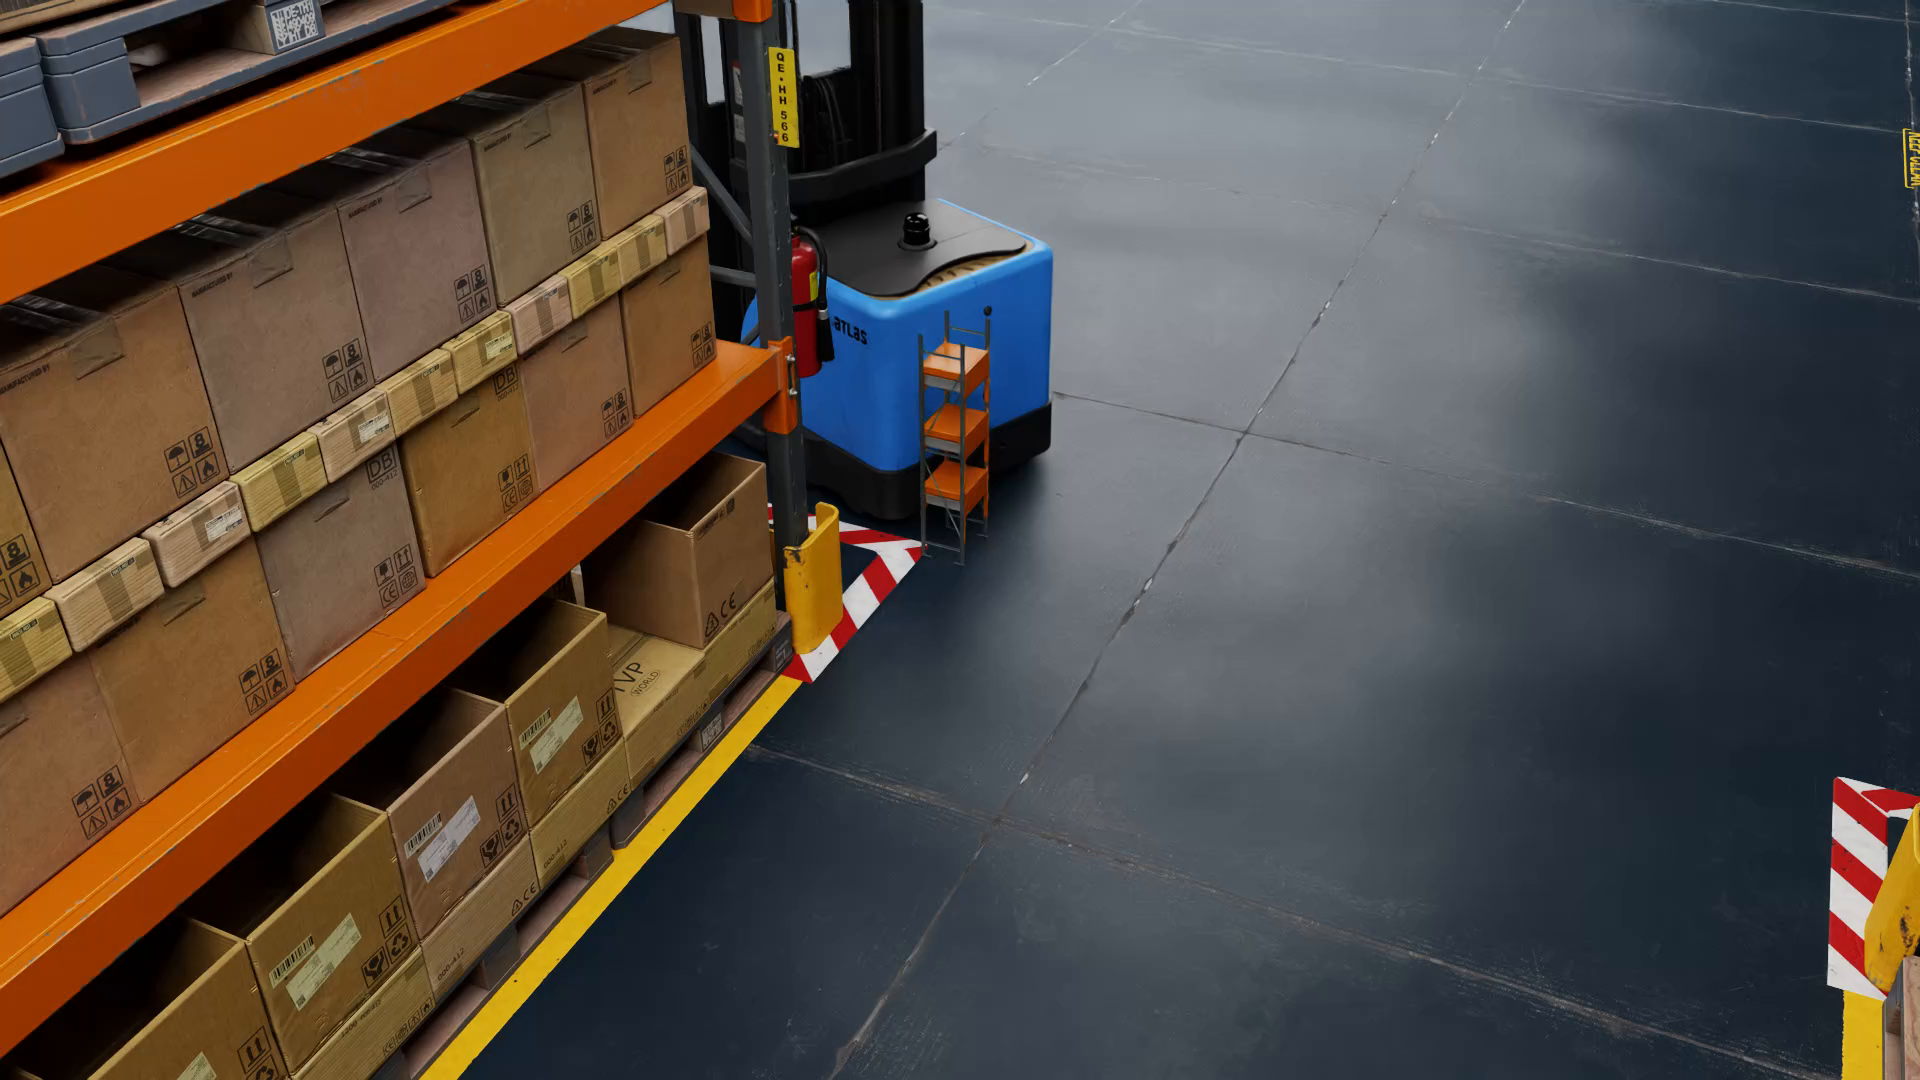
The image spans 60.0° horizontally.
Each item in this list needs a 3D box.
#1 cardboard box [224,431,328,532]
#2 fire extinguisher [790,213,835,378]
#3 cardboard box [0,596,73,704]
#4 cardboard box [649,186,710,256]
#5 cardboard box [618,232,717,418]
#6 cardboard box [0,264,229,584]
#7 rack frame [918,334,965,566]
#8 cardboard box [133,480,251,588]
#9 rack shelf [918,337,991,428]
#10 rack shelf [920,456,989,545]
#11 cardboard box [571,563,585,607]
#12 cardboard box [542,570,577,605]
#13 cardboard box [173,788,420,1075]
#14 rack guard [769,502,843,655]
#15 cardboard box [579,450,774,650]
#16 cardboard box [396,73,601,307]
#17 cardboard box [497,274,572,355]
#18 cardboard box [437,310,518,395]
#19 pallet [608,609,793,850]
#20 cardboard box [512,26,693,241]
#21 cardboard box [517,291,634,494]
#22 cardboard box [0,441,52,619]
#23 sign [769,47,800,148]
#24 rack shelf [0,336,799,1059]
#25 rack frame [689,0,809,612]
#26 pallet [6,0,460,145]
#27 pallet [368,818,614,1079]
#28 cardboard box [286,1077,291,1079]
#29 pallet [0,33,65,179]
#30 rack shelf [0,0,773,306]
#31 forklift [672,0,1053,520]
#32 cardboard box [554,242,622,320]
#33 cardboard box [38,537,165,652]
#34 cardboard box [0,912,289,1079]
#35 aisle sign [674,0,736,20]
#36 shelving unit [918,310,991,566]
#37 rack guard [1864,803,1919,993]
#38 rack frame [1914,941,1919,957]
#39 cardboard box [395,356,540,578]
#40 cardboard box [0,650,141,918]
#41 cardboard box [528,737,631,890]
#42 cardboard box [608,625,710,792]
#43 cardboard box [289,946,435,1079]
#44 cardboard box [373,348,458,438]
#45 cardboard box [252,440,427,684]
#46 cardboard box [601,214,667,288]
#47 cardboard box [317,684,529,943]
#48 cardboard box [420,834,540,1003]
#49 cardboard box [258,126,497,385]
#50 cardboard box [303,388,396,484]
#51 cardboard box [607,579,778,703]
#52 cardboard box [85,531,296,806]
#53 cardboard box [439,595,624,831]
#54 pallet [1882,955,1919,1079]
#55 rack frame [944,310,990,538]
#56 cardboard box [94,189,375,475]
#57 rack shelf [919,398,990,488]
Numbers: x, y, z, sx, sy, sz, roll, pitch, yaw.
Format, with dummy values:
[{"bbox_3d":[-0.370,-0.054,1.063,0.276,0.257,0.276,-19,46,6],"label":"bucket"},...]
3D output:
[{"bbox_3d":[-1.807,-0.181,4.107,0.380,0.149,0.250,14,36,20],"label":"cardboard box"},{"bbox_3d":[-0.595,-0.918,5.985,0.296,0.674,0.183,14,36,20],"label":"fire extinguisher"},{"bbox_3d":[-2.132,0.207,3.516,0.380,0.149,0.250,14,36,20],"label":"cardboard box"},{"bbox_3d":[-1.053,-1.077,5.474,0.380,0.149,0.250,14,36,20],"label":"cardboard box"},{"bbox_3d":[-1.273,-0.810,5.659,0.700,0.500,0.500,14,36,20],"label":"cardboard box"},{"bbox_3d":[-2.140,-0.314,3.719,0.700,0.500,0.500,14,36,20],"label":"cardboard box"},{"bbox_3d":[-0.073,-0.352,6.829,0.200,1.050,0.008,14,36,20],"label":"rack frame"},{"bbox_3d":[-1.916,-0.051,3.909,0.380,0.149,0.250,13,35,19],"label":"cardboard box"},{"bbox_3d":[-0.022,-0.641,6.772,0.215,0.259,0.240,14,36,20],"label":"rack shelf"},{"bbox_3d":[-0.022,-0.171,7.080,0.215,0.259,0.240,14,36,20],"label":"rack shelf"},{"bbox_3d":[-1.493,0.192,6.346,0.500,0.250,0.500,14,36,20],"label":"cardboard box"},{"bbox_3d":[-1.700,0.128,5.760,0.500,0.500,0.500,14,36,20],"label":"cardboard box"},{"bbox_3d":[-1.843,0.998,4.434,0.500,0.500,0.500,14,36,20],"label":"cardboard box"},{"bbox_3d":[-1.056,0.035,6.740,1.175,0.500,0.348,14,36,20],"label":"rack guard"},{"bbox_3d":[-1.021,-0.002,5.958,0.500,0.500,0.500,14,36,20],"label":"cardboard box"},{"bbox_3d":[-1.511,-1.063,4.862,0.700,0.500,0.500,13,36,19],"label":"cardboard box"},{"bbox_3d":[-1.376,-0.694,4.890,0.380,0.149,0.250,15,36,21],"label":"cardboard box"},{"bbox_3d":[-1.485,-0.563,4.691,0.380,0.149,0.250,15,36,22],"label":"cardboard box"},{"bbox_3d":[-1.348,0.559,6.205,1.003,0.211,1.213,14,36,20],"label":"pallet"},{"bbox_3d":[-1.296,-1.326,5.263,0.700,0.500,0.500,14,36,21],"label":"cardboard box"},{"bbox_3d":[-1.489,-0.548,5.258,0.700,0.500,0.500,15,36,22],"label":"cardboard box"},{"bbox_3d":[-2.350,-0.064,3.339,0.700,0.500,0.500,14,36,20],"label":"cardboard box"},{"bbox_3d":[-0.579,-1.450,5.454,0.100,0.325,0.005,14,36,20],"label":"sign"},{"bbox_3d":[-1.903,0.299,4.715,1.077,0.370,4.000,14,36,20],"label":"rack shelf"},{"bbox_3d":[-1.066,-0.998,6.036,1.000,3.000,0.127,14,36,20],"label":"rack frame"},{"bbox_3d":[-1.895,-1.259,3.780,1.003,0.211,1.213,14,36,20],"label":"pallet"},{"bbox_3d":[-1.860,1.164,5.282,1.003,0.211,1.213,14,36,20],"label":"pallet"},{"bbox_3d":[-2.057,1.559,4.261,0.500,0.250,0.500,14,36,20],"label":"cardboard box"},{"bbox_3d":[-2.407,-0.654,2.857,1.003,0.211,1.213,14,36,20],"label":"pallet"},{"bbox_3d":[-1.903,-0.955,3.892,1.077,0.370,4.000,14,36,20],"label":"rack shelf"},{"bbox_3d":[-0.937,-2.036,7.682,1.130,2.935,3.031,-26,42,-34],"label":"forklift"},{"bbox_3d":[-1.268,-0.819,5.081,0.380,0.149,0.250,14,36,20],"label":"cardboard box"},{"bbox_3d":[-2.025,0.083,3.706,0.380,0.149,0.250,13,35,19],"label":"cardboard box"},{"bbox_3d":[-2.060,1.245,4.057,0.500,0.500,0.500,14,36,20],"label":"cardboard box"},{"bbox_3d":[-0.772,-2.050,5.271,0.394,0.787,0.004,14,36,20],"label":"aisle sign"},{"bbox_3d":[-0.022,-0.413,6.922,0.215,1.050,0.252,14,36,20],"label":"shelving unit"},{"bbox_3d":[3.403,1.220,4.934,1.175,0.500,0.348,14,36,20],"label":"rack guard"},{"bbox_3d":[3.434,0.137,4.306,1.000,3.000,0.127,14,36,20],"label":"rack frame"},{"bbox_3d":[-1.702,-0.302,4.883,0.700,0.500,0.500,14,36,21],"label":"cardboard box"},{"bbox_3d":[-2.345,0.466,3.713,0.700,0.500,0.500,14,36,20],"label":"cardboard box"},{"bbox_3d":[-1.428,0.812,5.400,0.500,0.250,0.500,14,36,20],"label":"cardboard box"},{"bbox_3d":[-1.221,0.563,5.781,0.500,0.250,0.500,14,36,20],"label":"cardboard box"},{"bbox_3d":[-1.843,1.311,4.639,0.500,0.250,0.500,14,36,20],"label":"cardboard box"},{"bbox_3d":[-1.594,-0.432,4.490,0.380,0.149,0.250,15,36,22],"label":"cardboard box"},{"bbox_3d":[-1.919,-0.039,4.482,0.700,0.500,0.500,15,36,22],"label":"cardboard box"},{"bbox_3d":[-1.162,-0.946,5.275,0.380,0.149,0.250,15,36,22],"label":"cardboard box"},{"bbox_3d":[-1.636,0.748,4.814,0.500,0.500,0.500,14,36,20],"label":"cardboard box"},{"bbox_3d":[-1.639,1.061,5.021,0.500,0.250,0.500,14,36,20],"label":"cardboard box"},{"bbox_3d":[-1.721,-0.812,4.478,0.700,0.500,0.500,14,36,21],"label":"cardboard box"},{"bbox_3d":[-1.700,-0.304,4.295,0.380,0.149,0.250,14,36,20],"label":"cardboard box"},{"bbox_3d":[-1.022,0.311,6.164,0.500,0.250,0.500,14,36,20],"label":"cardboard box"},{"bbox_3d":[-2.132,0.217,4.093,0.700,0.500,0.500,15,36,21],"label":"cardboard box"},{"bbox_3d":[-1.426,0.499,5.193,0.500,0.500,0.500,14,36,20],"label":"cardboard box"},{"bbox_3d":[3.031,1.737,4.408,1.003,0.211,1.213,14,36,20],"label":"pallet"},{"bbox_3d":[0.029,-0.473,7.014,0.200,1.050,0.008,14,36,20],"label":"rack frame"},{"bbox_3d":[-1.930,-0.562,4.098,0.700,0.500,0.500,14,36,21],"label":"cardboard box"},{"bbox_3d":[-0.022,-0.404,6.927,0.215,0.259,0.240,14,36,20],"label":"rack shelf"}]
